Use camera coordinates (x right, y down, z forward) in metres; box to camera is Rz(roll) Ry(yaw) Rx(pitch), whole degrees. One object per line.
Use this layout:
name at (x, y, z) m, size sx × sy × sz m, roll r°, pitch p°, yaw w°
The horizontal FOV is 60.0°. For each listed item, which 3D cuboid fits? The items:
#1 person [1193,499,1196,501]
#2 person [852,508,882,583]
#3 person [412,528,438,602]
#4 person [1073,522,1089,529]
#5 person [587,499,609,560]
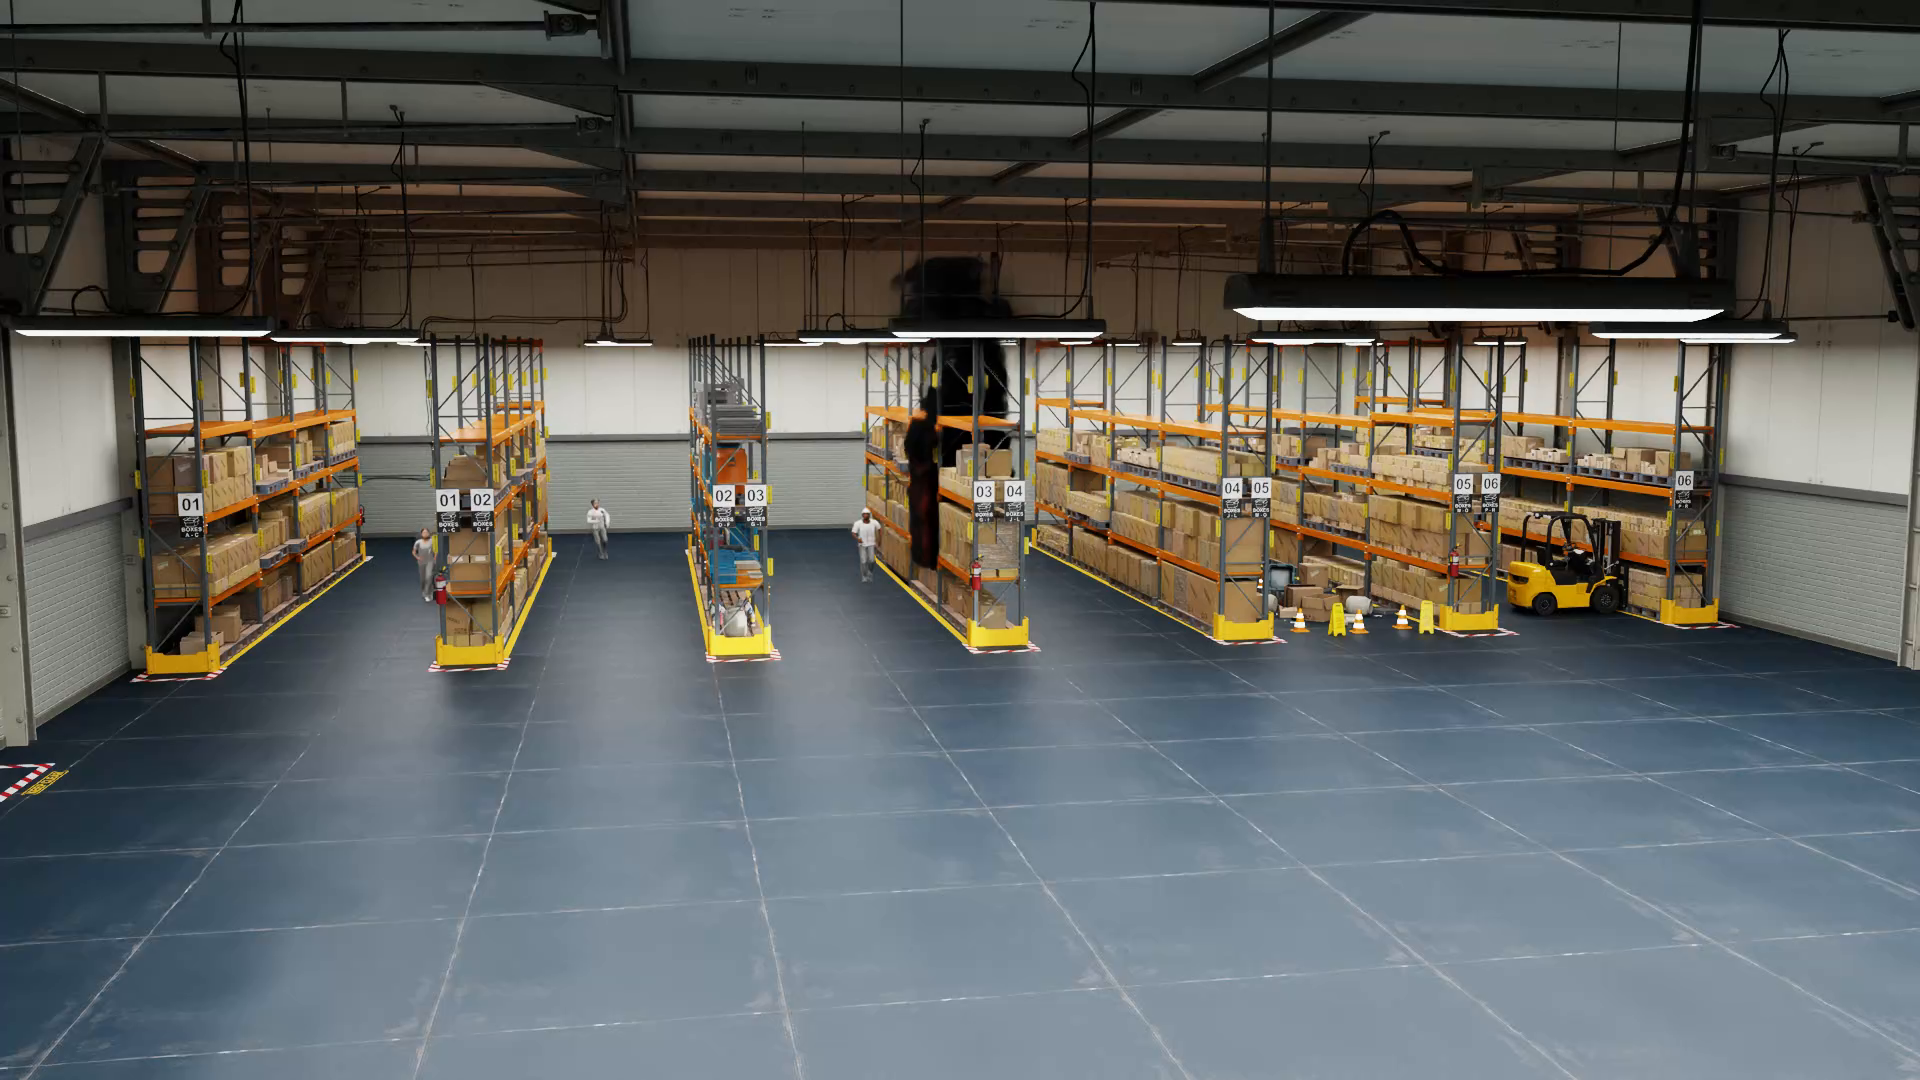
person at (7.310, -0.931, 51.000) m, size 0.522 × 1.629 × 0.637 m, roll 1°, pitch 7°, yaw 10°
person at (-2.152, 0.141, 38.783) m, size 0.733 × 1.772 × 0.579 m, roll -1°, pitch 7°, yaw -10°
person at (-12.239, 0.550, 38.099) m, size 0.572 × 1.658 × 0.822 m, roll -2°, pitch 7°, yaw -17°
person at (3.649, -0.885, 50.259) m, size 0.602 × 1.734 × 0.678 m, roll 0°, pitch 7°, yaw -3°
person at (-9.862, -0.293, 45.382) m, size 0.599 × 1.696 × 0.607 m, roll -2°, pitch 7°, yaw -16°
